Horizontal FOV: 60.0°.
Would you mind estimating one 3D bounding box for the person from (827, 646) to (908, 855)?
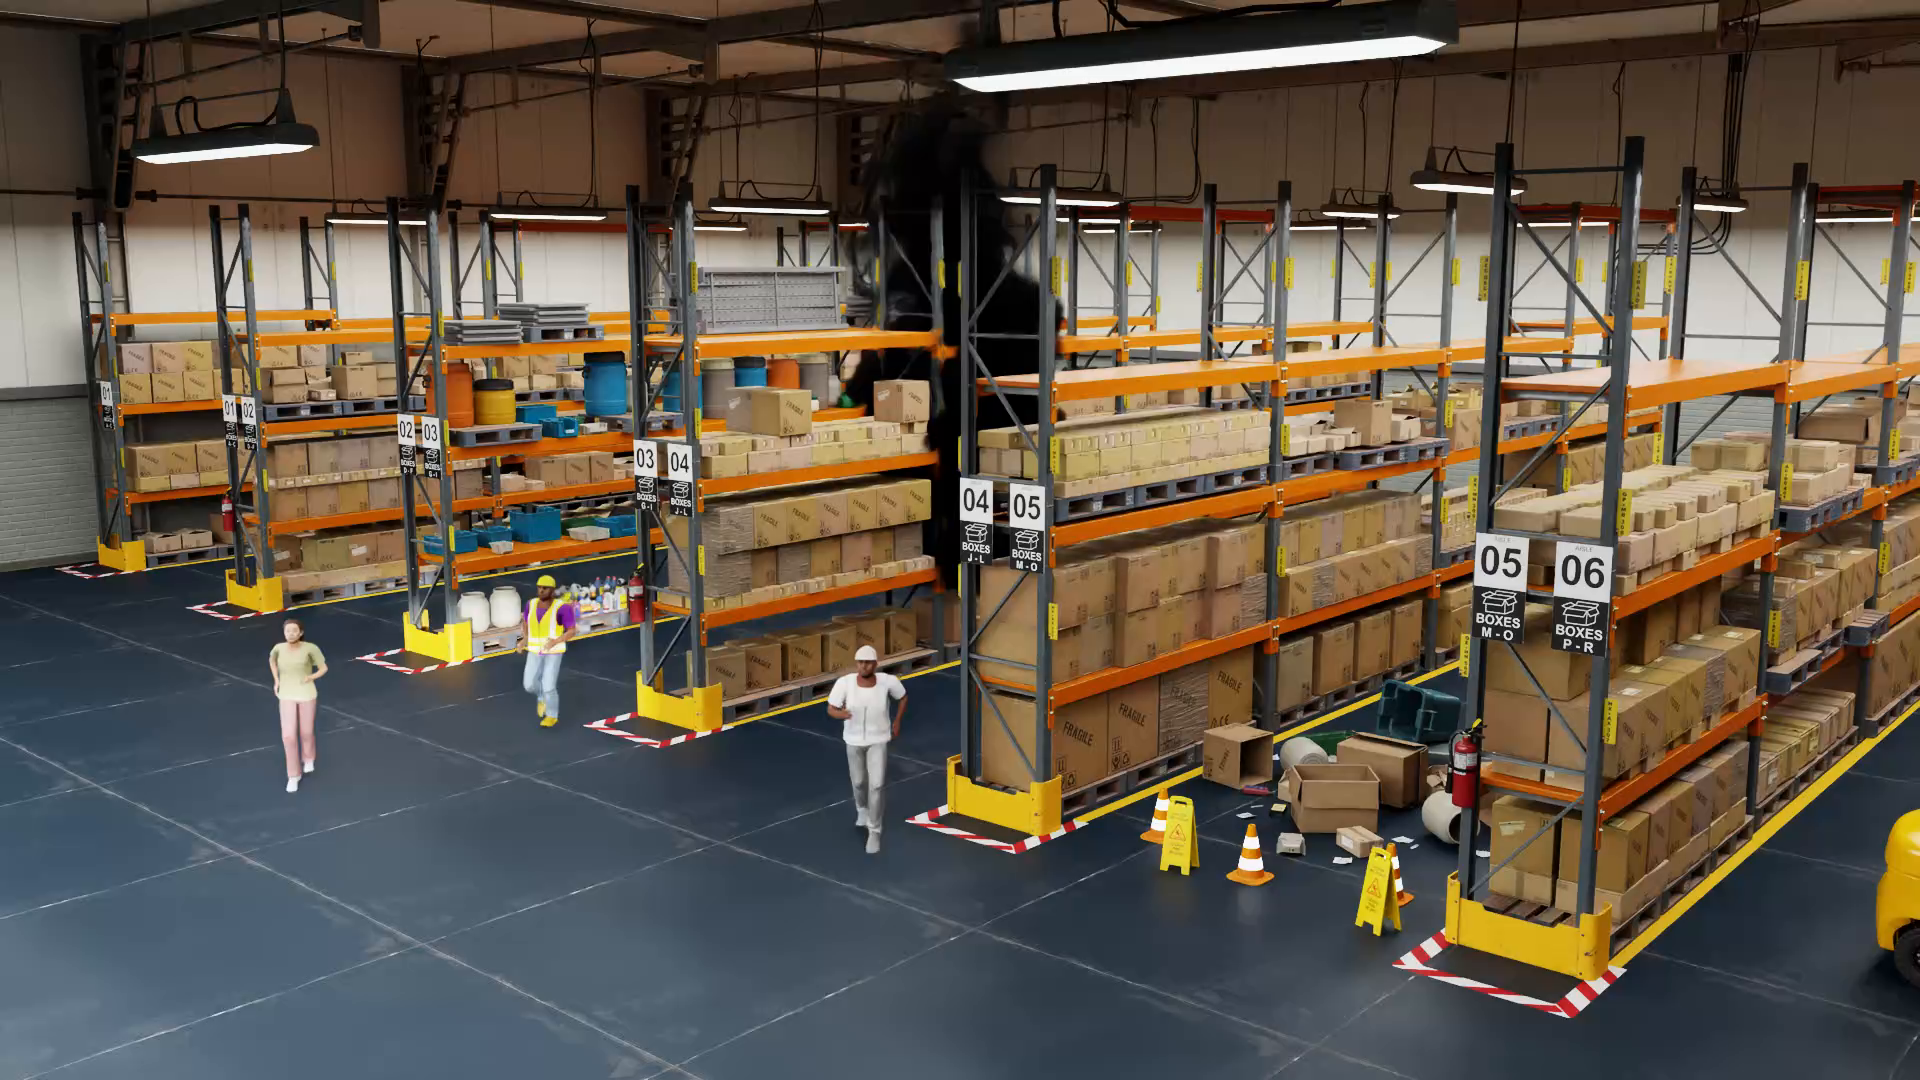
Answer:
[{"bbox_3d":[-0.843,1.836,14.928,0.698,1.827,0.794,1,10,6],"label":"person"}]

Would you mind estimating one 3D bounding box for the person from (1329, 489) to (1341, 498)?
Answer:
[{"bbox_3d":[5.976,-0.031,26.640,0.519,1.582,0.615,7,12,38],"label":"person"}]

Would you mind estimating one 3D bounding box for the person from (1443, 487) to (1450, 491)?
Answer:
[{"bbox_3d":[7.628,-0.036,26.304,0.646,1.696,0.849,6,11,32],"label":"person"}]

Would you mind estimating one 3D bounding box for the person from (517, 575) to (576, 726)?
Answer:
[{"bbox_3d":[-4.644,1.247,18.608,0.696,1.718,0.556,2,10,12],"label":"person"}]

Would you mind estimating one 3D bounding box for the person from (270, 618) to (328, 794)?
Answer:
[{"bbox_3d":[-6.593,1.610,16.624,0.564,1.709,0.775,-3,10,-16],"label":"person"}]
